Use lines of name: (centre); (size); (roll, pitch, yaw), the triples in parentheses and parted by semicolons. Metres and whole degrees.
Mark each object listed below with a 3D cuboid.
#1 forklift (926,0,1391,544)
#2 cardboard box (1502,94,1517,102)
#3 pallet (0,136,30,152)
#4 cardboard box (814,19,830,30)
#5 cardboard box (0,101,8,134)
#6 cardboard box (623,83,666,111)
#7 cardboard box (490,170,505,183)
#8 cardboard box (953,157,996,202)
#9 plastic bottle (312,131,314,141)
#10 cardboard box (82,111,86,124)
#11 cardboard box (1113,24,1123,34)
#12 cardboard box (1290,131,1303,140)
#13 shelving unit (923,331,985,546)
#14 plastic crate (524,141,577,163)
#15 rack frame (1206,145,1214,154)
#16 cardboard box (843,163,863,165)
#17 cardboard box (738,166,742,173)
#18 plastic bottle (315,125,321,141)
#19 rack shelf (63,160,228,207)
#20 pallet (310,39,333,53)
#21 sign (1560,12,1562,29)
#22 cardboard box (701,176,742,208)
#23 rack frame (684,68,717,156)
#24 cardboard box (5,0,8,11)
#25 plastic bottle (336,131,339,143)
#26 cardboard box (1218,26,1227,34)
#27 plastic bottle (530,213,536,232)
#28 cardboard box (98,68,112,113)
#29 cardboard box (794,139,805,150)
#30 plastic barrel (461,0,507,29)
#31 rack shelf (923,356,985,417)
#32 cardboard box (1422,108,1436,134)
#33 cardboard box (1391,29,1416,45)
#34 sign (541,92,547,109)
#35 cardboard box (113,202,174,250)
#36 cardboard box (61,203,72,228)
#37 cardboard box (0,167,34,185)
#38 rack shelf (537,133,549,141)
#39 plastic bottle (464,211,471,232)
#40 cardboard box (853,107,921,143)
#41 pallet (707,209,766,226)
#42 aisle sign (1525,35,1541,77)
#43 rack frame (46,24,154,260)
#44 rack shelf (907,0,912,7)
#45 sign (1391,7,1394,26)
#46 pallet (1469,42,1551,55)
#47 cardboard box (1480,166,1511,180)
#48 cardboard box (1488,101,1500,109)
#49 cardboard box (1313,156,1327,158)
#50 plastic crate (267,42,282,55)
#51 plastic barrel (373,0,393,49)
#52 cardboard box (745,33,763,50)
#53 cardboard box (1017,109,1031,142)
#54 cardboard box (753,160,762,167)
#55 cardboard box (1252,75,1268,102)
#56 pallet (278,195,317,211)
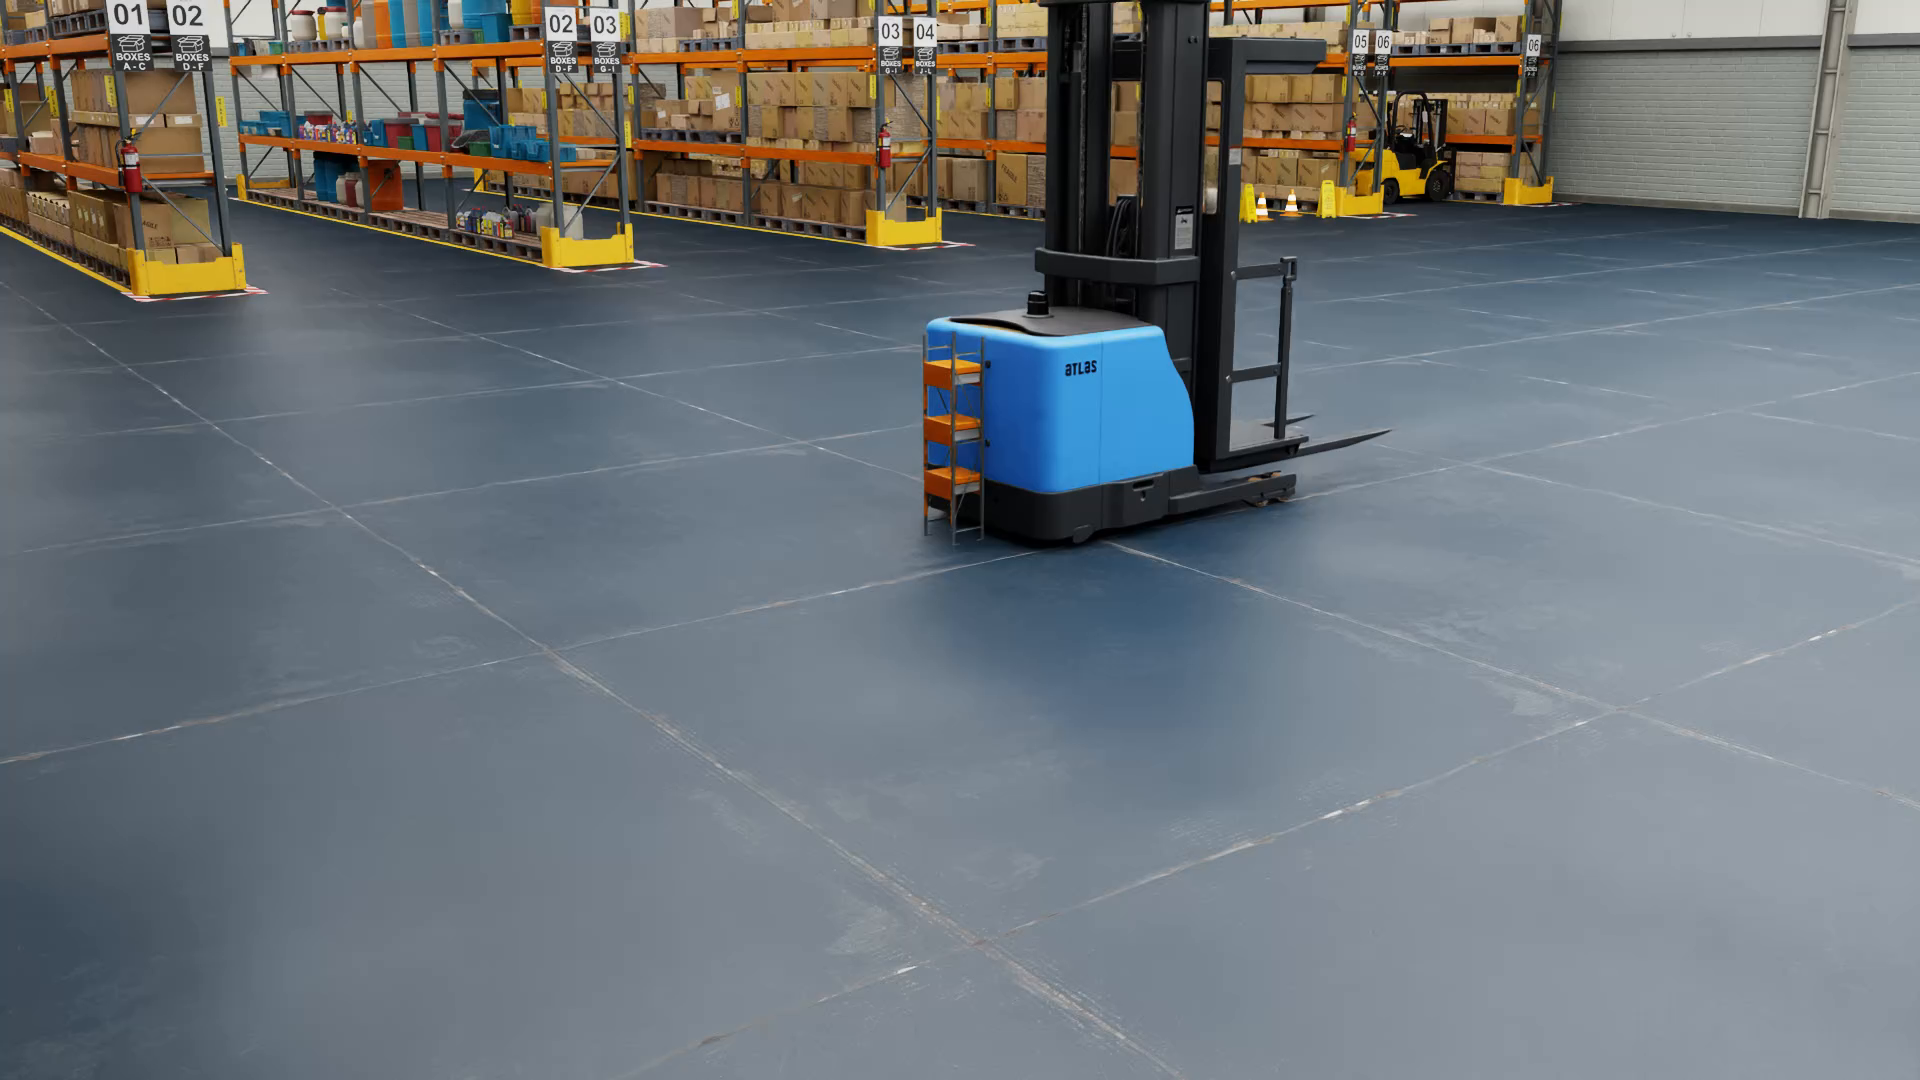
forklift: (1.267, -1.692, 9.204); (3.031, 2.935, 1.130); (-12, 19, -38)
cardboard box: (10.869, -8.689, 32.659); (0.380, 0.149, 0.250); (-11, 19, -34)
pallet: (-13.953, -6.044, 25.340); (1.213, 0.211, 1.003); (-11, 19, -35)
cardboard box: (-1.953, -7.688, 24.830); (0.380, 0.149, 0.250); (-12, 19, -37)
cardboard box: (-15.296, -6.835, 26.881); (0.700, 0.500, 0.500); (-8, 17, -26)
cardboard box: (-5.899, -8.230, 30.875); (0.797, 0.503, 0.637); (-10, 18, -33)
cardboard box: (-9.745, -8.301, 36.454); (0.875, 0.875, 0.875); (-11, 19, -35)
cardboard box: (0.503, -6.670, 30.729); (1.050, 0.750, 0.750); (-11, 19, -35)
plastic bottle: (-11.501, -7.222, 29.659); (0.097, 0.201, 0.097); (0, 15, 0)
cardboard box: (-10.688, -5.258, 20.687); (0.380, 0.149, 0.250); (-11, 19, -35)
cardboard box: (2.676, -8.228, 26.766); (0.380, 0.149, 0.250); (-11, 19, -34)
cardboard box: (6.296, -7.440, 30.554); (0.380, 0.149, 0.250); (-10, 18, -34)
shelving unit: (-0.032, -0.518, 8.479); (0.215, 1.050, 0.252); (-11, 19, -35)
plastic crate: (-5.321, -5.051, 21.631); (0.499, 0.251, 0.616); (-11, 19, -35)
rack frame: (4.885, -8.224, 32.940); (1.000, 3.000, 0.127); (-11, 19, -35)
cardboard box: (-2.025, -7.752, 33.735); (0.500, 0.250, 0.500); (-11, 19, -36)
cardboard box: (-4.780, -8.361, 37.485); (0.380, 0.149, 0.250); (-10, 18, -33)
plastic bottle: (-11.332, -7.209, 29.470); (0.152, 0.276, 0.135); (-11, 19, -35)
rack shelf: (-9.970, -4.375, 20.240); (1.077, 0.370, 4.000); (-11, 19, -35)
pallet: (-10.632, -8.587, 28.942); (1.003, 0.211, 1.213); (-11, 19, -35)
sign: (11.703, -10.132, 32.426); (0.100, 0.325, 0.005); (-11, 19, -35)
cardboard box: (-4.069, -6.051, 28.902); (0.700, 0.500, 0.500); (-13, 20, -39)
rack frame: (-6.115, -9.996, 39.417); (1.000, 3.000, 0.127); (-11, 19, -35)
cardboard box: (-14.349, -8.292, 25.424); (0.500, 0.500, 0.500); (-11, 19, -35)
plastic bottle: (-10.661, -6.917, 28.544); (0.097, 0.201, 0.097); (0, 15, 0)
cardboard box: (5.131, -9.707, 31.644); (0.380, 0.149, 0.250); (-12, 19, -36)
plastic bottle: (-6.130, -4.577, 23.943); (0.152, 0.276, 0.135); (-10, 18, -34)
cardboard box: (-9.700, -5.300, 19.613); (0.700, 0.500, 0.500); (-11, 19, -34)
cardboard box: (-2.355, -6.153, 25.852); (0.380, 0.149, 0.250); (-11, 19, -35)
plastic barrel: (-6.638, -7.579, 23.157); (0.600, 0.901, 0.708); (-11, 19, -35)
rack shelf: (-0.032, -0.781, 8.407); (0.215, 0.259, 0.240); (-11, 19, -35)
cardboard box: (9.845, -8.581, 34.055); (0.500, 0.500, 0.500); (-11, 19, -34)
cardboard box: (9.190, -10.434, 34.518); (0.500, 0.311, 0.500); (-10, 18, -33)
sign: (-8.282, -8.763, 33.121); (0.100, 0.325, 0.005); (-11, 19, -35)
cardboard box: (-9.350, -3.601, 19.043); (0.500, 0.500, 0.500); (-11, 19, -35)
cardboard box: (-11.616, -4.337, 22.092); (0.500, 0.311, 0.500); (-11, 19, -35)
cardboard box: (-15.174, -5.870, 26.824); (0.500, 0.250, 0.500); (-11, 19, -34)
rack shelf: (-9.010, -8.474, 35.217); (1.077, 0.370, 4.000); (-11, 19, -35)
plastic bottle: (-7.092, -4.614, 24.079); (0.152, 0.276, 0.135); (-10, 18, -33)
cardboard box: (-1.080, -6.145, 24.592); (0.875, 0.500, 0.500); (-11, 19, -35)
pallet: (-3.590, -5.506, 28.295); (1.003, 0.211, 1.213); (-11, 19, -35)
aisle sign: (11.051, -9.335, 32.076); (0.394, 0.787, 0.004); (-11, 19, -35)
rack frame: (-11.146, -5.149, 21.705); (1.000, 3.000, 0.127); (-11, 19, -35)
rack shelf: (-0.235, -10.214, 30.970); (1.077, 0.370, 4.000); (-11, 19, -35)
sign: (7.676, -9.322, 29.616); (0.100, 0.325, 0.005); (-11, 19, -35)
pallet: (10.855, -9.700, 32.820); (1.003, 0.211, 1.213); (-11, 19, -35)
cardboard box: (10.711, -7.314, 33.082); (0.500, 0.250, 0.500); (-11, 19, -35)
cardboard box: (10.645, -8.582, 32.833); (0.380, 0.149, 0.250); (-11, 18, -34)
cardboard box: (6.661, -6.939, 31.238); (0.500, 0.500, 0.500); (-12, 19, -37)
plastic crate: (-12.634, -9.136, 30.908); (0.416, 0.233, 0.300); (-11, 19, -35)
plastic barrel: (-8.797, -8.076, 25.905); (0.600, 0.830, 0.708); (-11, 19, -35)
cardboard box: (-3.073, -7.924, 26.448); (0.500, 0.250, 0.500); (-12, 19, -37)
cardboard box: (1.509, -7.315, 29.337); (0.875, 0.550, 0.550); (-11, 19, -35)
cardboard box: (-4.365, -8.340, 36.845); (0.380, 0.149, 0.250); (-11, 19, -34)
cardboard box: (5.905, -8.449, 31.116); (0.700, 0.500, 0.500); (-11, 19, -35)
pallet: (-12.304, -6.431, 31.673); (1.003, 0.211, 1.213); (-11, 19, -35)
